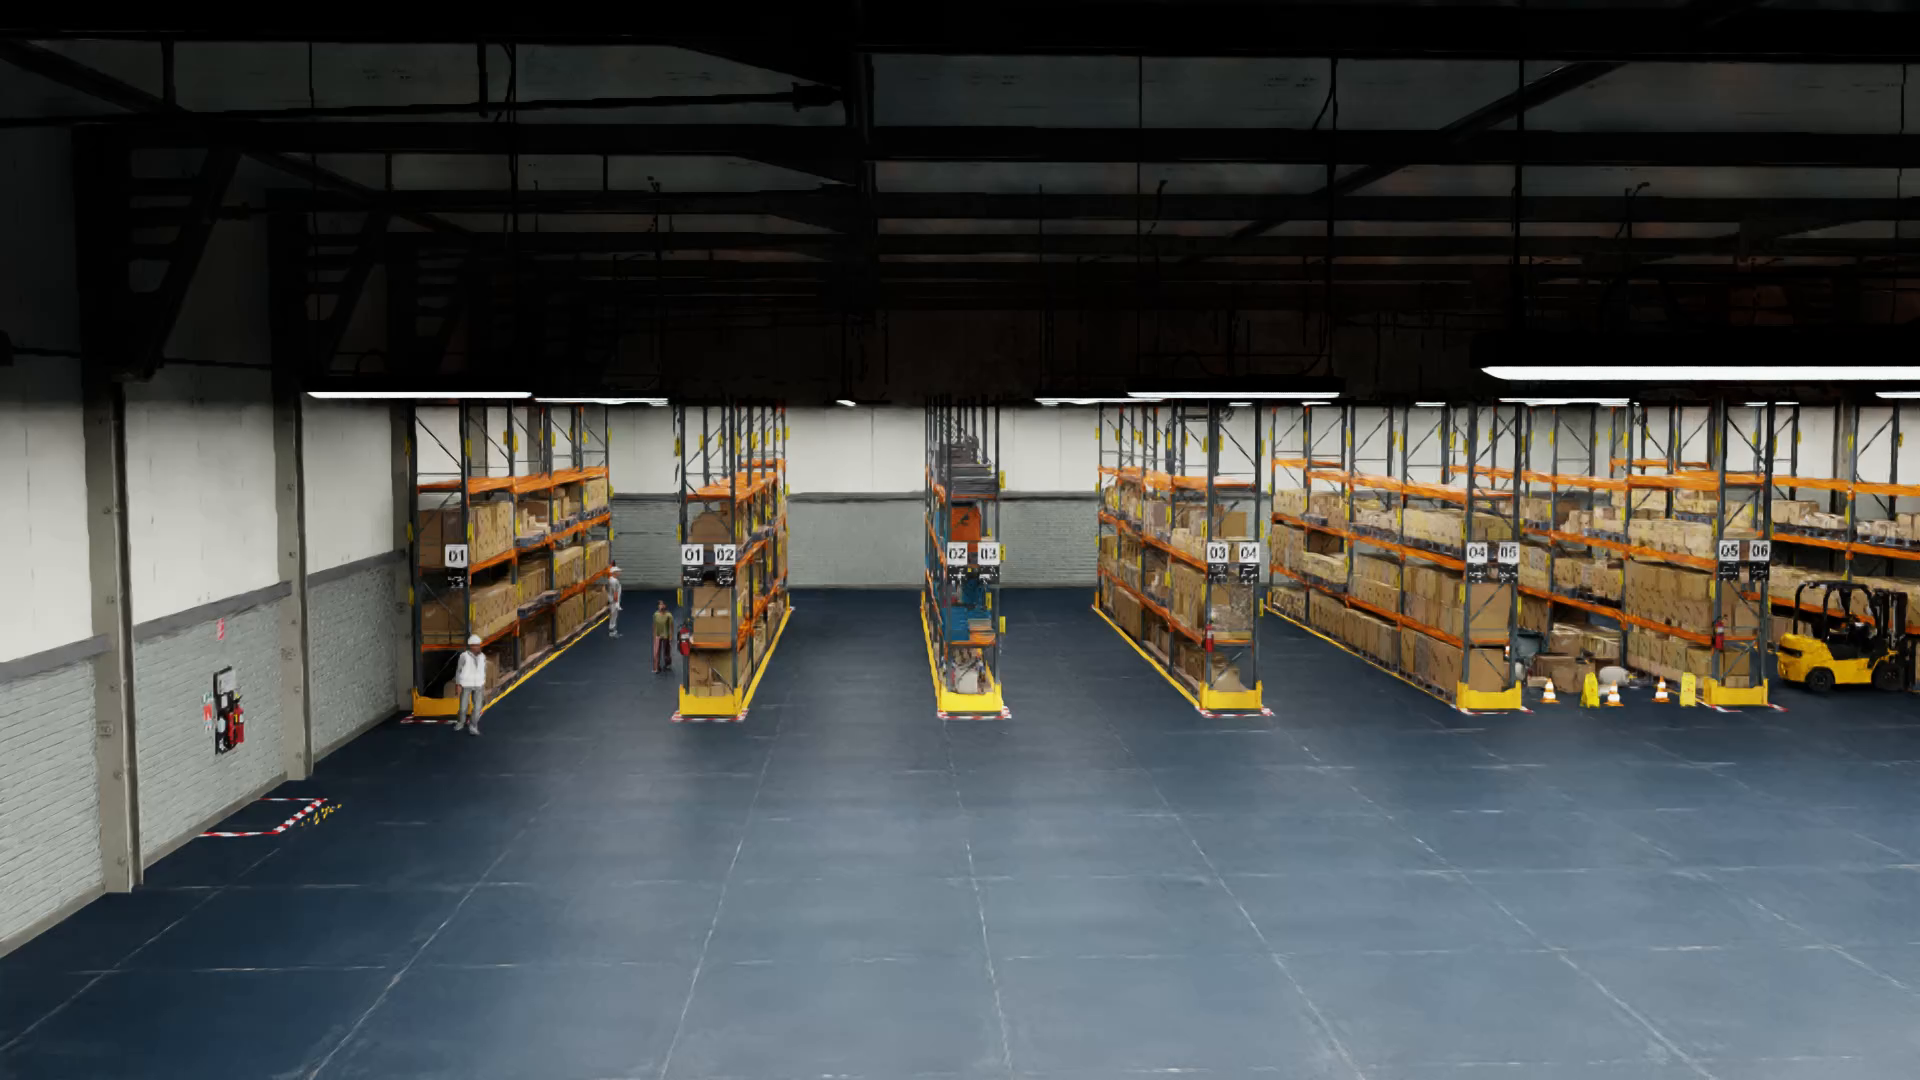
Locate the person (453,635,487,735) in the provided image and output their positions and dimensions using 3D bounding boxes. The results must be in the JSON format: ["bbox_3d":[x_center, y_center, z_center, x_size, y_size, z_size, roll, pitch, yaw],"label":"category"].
[{"bbox_3d":[-8.610,2.538,29.222,0.586,1.762,0.570,-4,6,-38],"label":"person"}]

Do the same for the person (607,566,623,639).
[{"bbox_3d":[-8.584,1.537,41.405,0.398,1.793,0.659,-2,5,-21],"label":"person"}]

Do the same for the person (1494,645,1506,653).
[{"bbox_3d":[12.585,1.803,39.000,0.551,1.653,0.573,2,5,25],"label":"person"}]

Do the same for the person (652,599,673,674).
[{"bbox_3d":[-6.434,2.065,36.044,0.446,1.591,1.110,0,5,-5],"label":"person"}]
